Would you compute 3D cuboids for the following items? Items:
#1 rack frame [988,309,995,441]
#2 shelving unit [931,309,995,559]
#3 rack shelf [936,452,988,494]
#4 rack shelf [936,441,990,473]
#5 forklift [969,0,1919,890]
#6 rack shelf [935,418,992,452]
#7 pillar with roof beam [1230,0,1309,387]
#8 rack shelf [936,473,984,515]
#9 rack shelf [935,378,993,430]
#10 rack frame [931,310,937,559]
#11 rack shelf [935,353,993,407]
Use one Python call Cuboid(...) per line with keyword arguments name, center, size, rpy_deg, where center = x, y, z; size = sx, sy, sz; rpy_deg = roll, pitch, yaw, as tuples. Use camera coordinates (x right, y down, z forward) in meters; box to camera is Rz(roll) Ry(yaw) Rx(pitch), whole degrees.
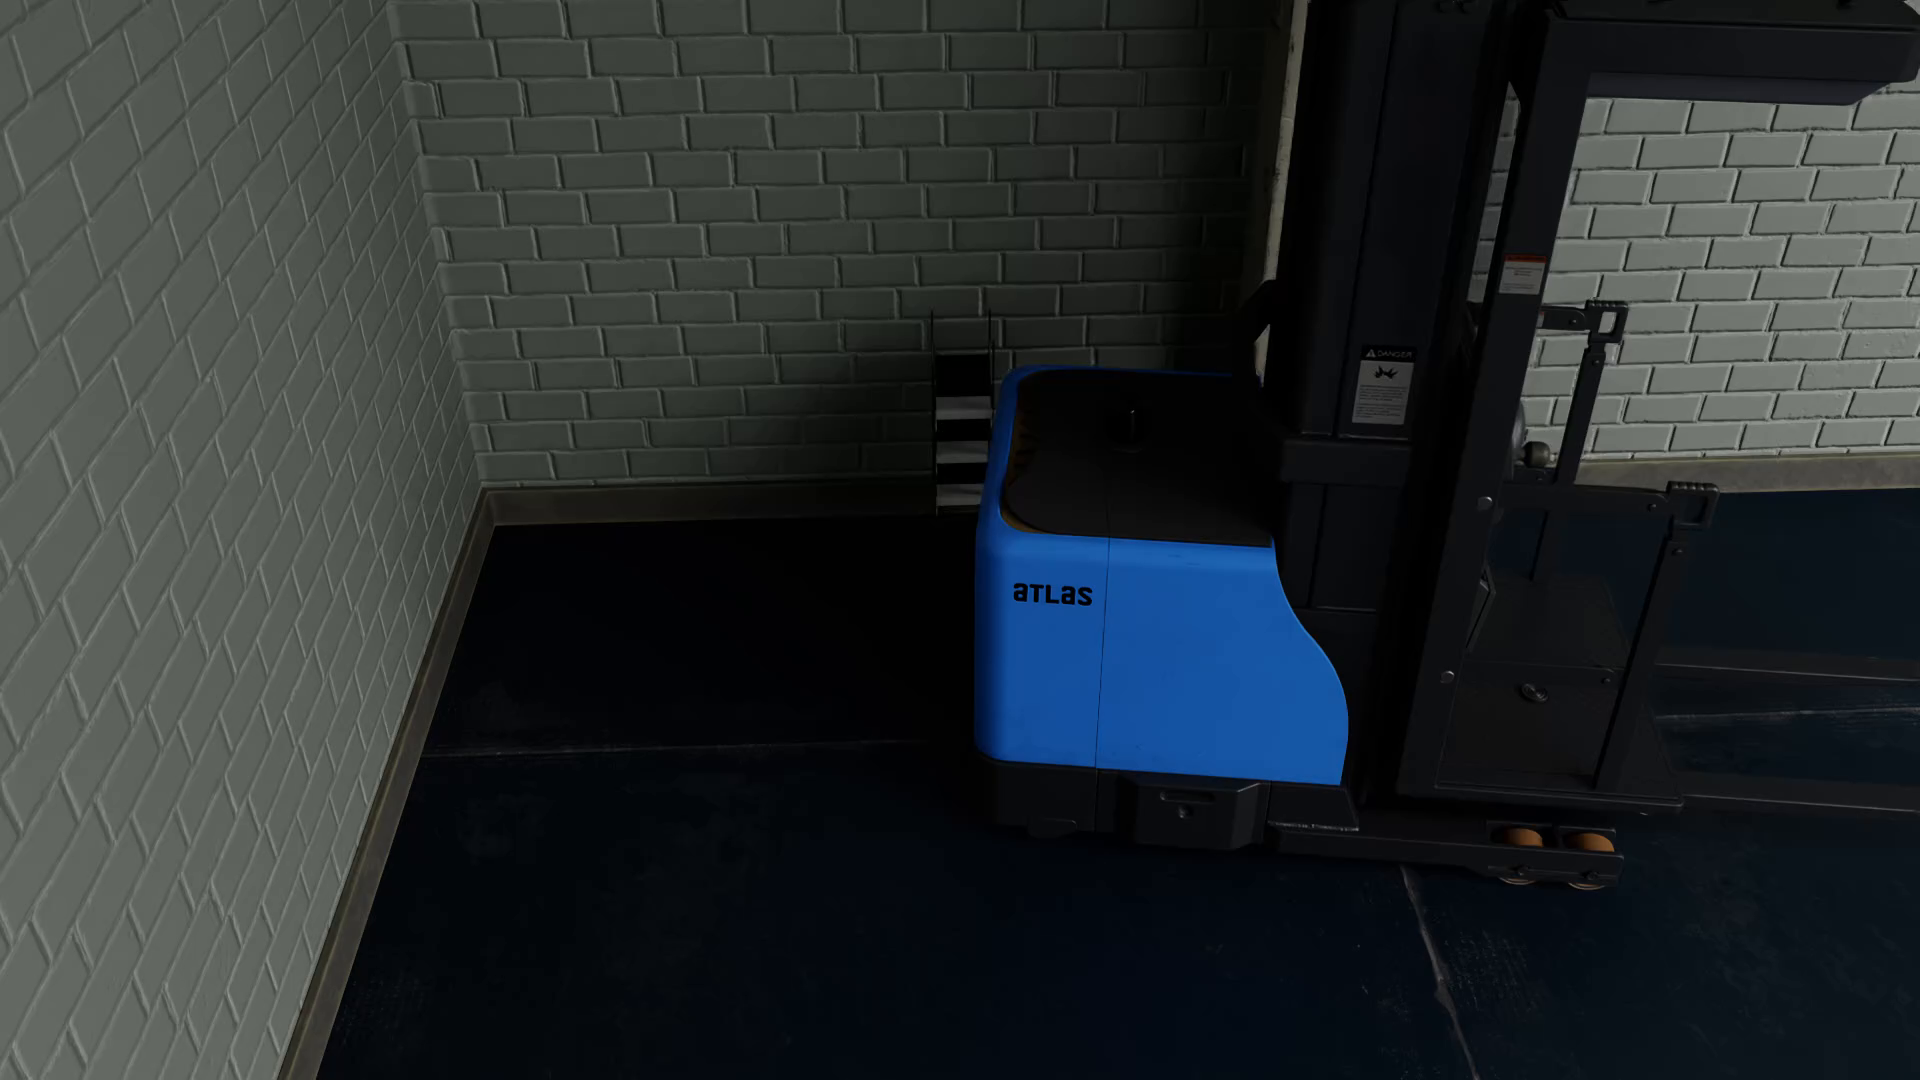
Cuboid(name="rack frame", center=(0.110, -0.373, 5.998), size=(0.006, 0.900, 0.240), rpy_deg=(-2, 35, -2))
Cuboid(name="shelving unit", center=(0.008, -0.370, 5.994), size=(0.210, 0.900, 0.258), rpy_deg=(-2, 35, -2))
Cuboid(name="rack shelf", center=(0.008, -0.269, 6.064), size=(0.200, 0.077, 0.258), rpy_deg=(-2, 35, -2))
Cuboid(name="rack shelf", center=(0.008, -0.343, 6.013), size=(0.200, 0.077, 0.258), rpy_deg=(-2, 35, -2))
Cuboid(name="forklift", center=(1.579, -0.517, 4.421), size=(3.031, 2.935, 1.130), rpy_deg=(3, 35, 5))
Cuboid(name="rack shelf", center=(0.008, -0.417, 5.962), size=(0.200, 0.077, 0.258), rpy_deg=(-2, 35, -2))
Cuboid(name="pillar with roof beam", center=(1.408, -1.322, 0.253), size=(0.400, 9.000, 9.100), rpy_deg=(-2, 35, -2))
Cuboid(name="rack shelf", center=(0.008, -0.195, 6.116), size=(0.200, 0.077, 0.258), rpy_deg=(-2, 35, -2))
Cuboid(name="rack shelf", center=(0.008, -0.491, 5.911), size=(0.200, 0.077, 0.258), rpy_deg=(-2, 35, -2))
Cuboid(name="rack frame", center=(-0.093, -0.367, 5.990), size=(0.006, 0.900, 0.240), rpy_deg=(-2, 35, -2))
Cuboid(name="rack shelf", center=(0.008, -0.565, 5.860), size=(0.200, 0.077, 0.258), rpy_deg=(-2, 35, -2))
